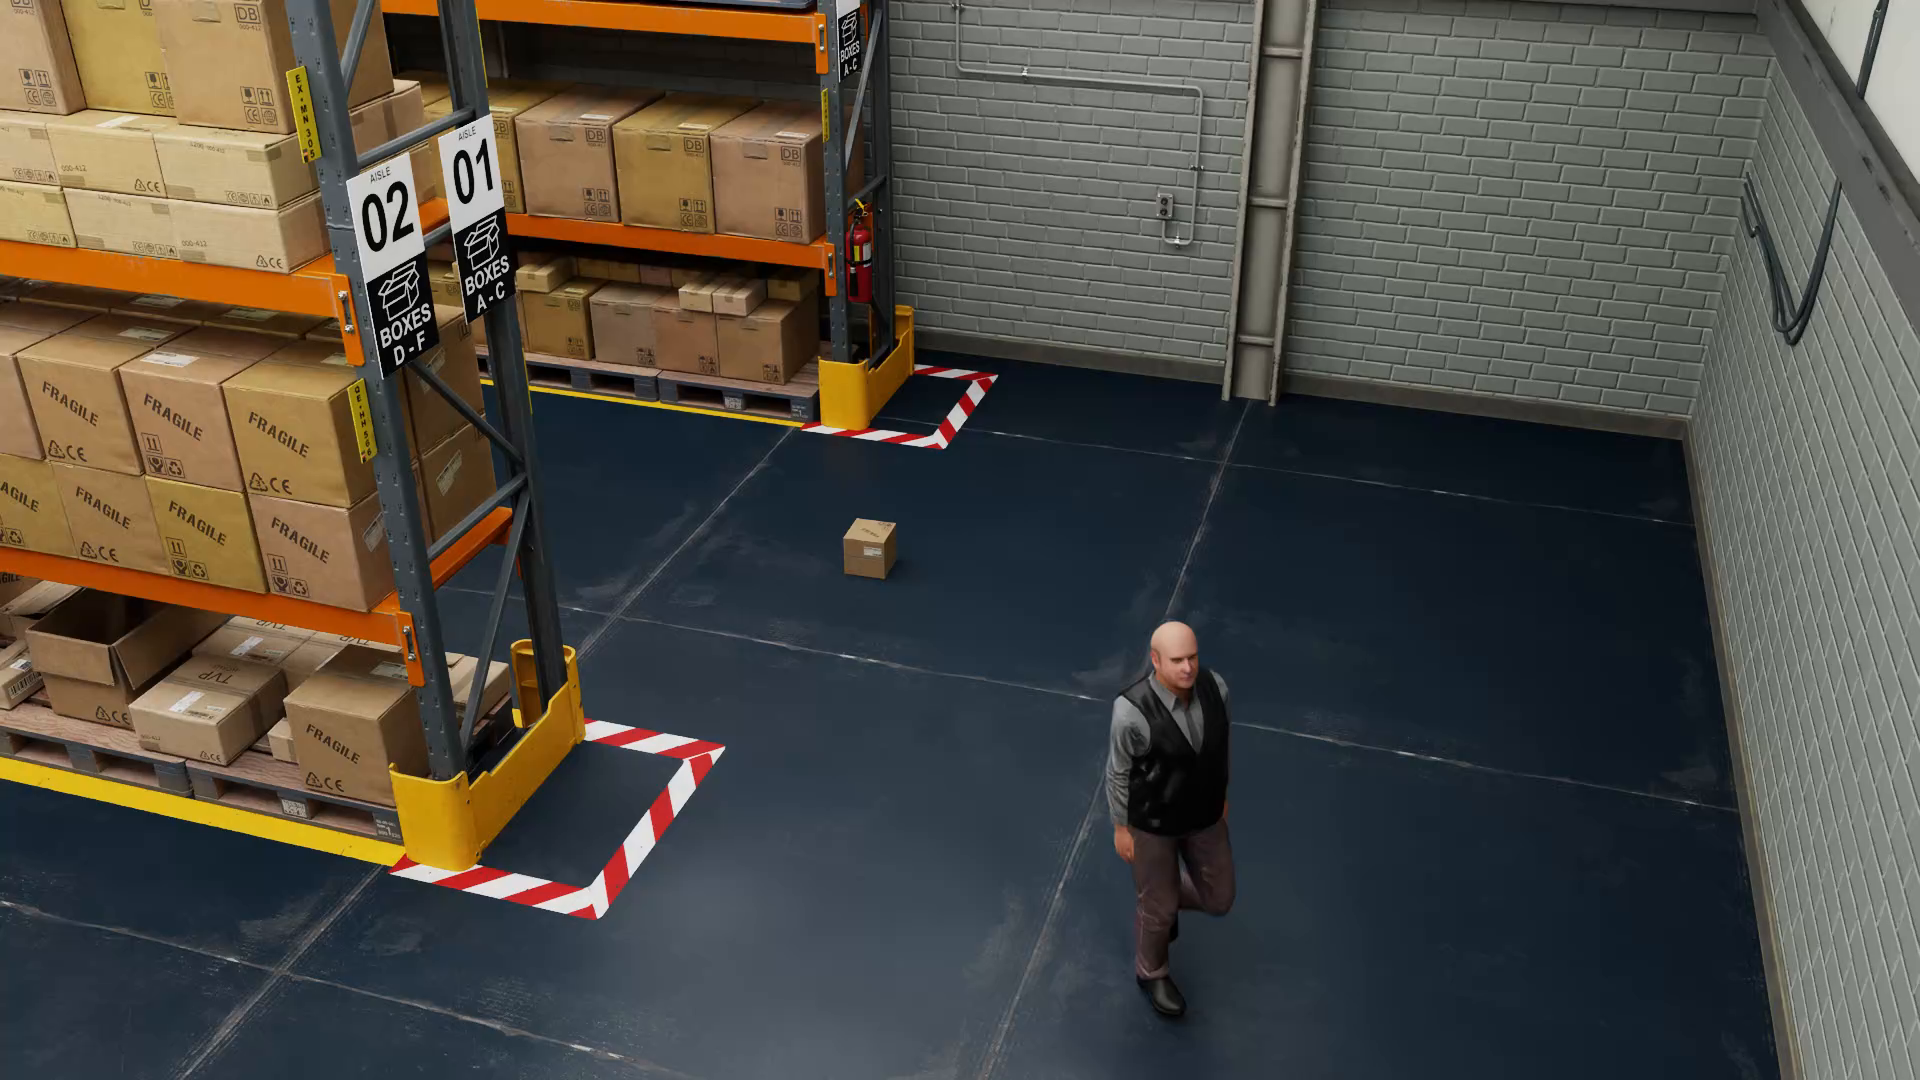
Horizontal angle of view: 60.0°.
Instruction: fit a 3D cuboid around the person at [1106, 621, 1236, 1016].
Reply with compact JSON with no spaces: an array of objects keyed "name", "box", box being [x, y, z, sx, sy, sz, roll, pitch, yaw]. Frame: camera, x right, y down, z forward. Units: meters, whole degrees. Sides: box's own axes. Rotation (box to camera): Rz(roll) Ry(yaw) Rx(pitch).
[{"name":"person","box":[0.825,1.075,6.542,0.547,1.711,0.511,-14,32,-23]}]
